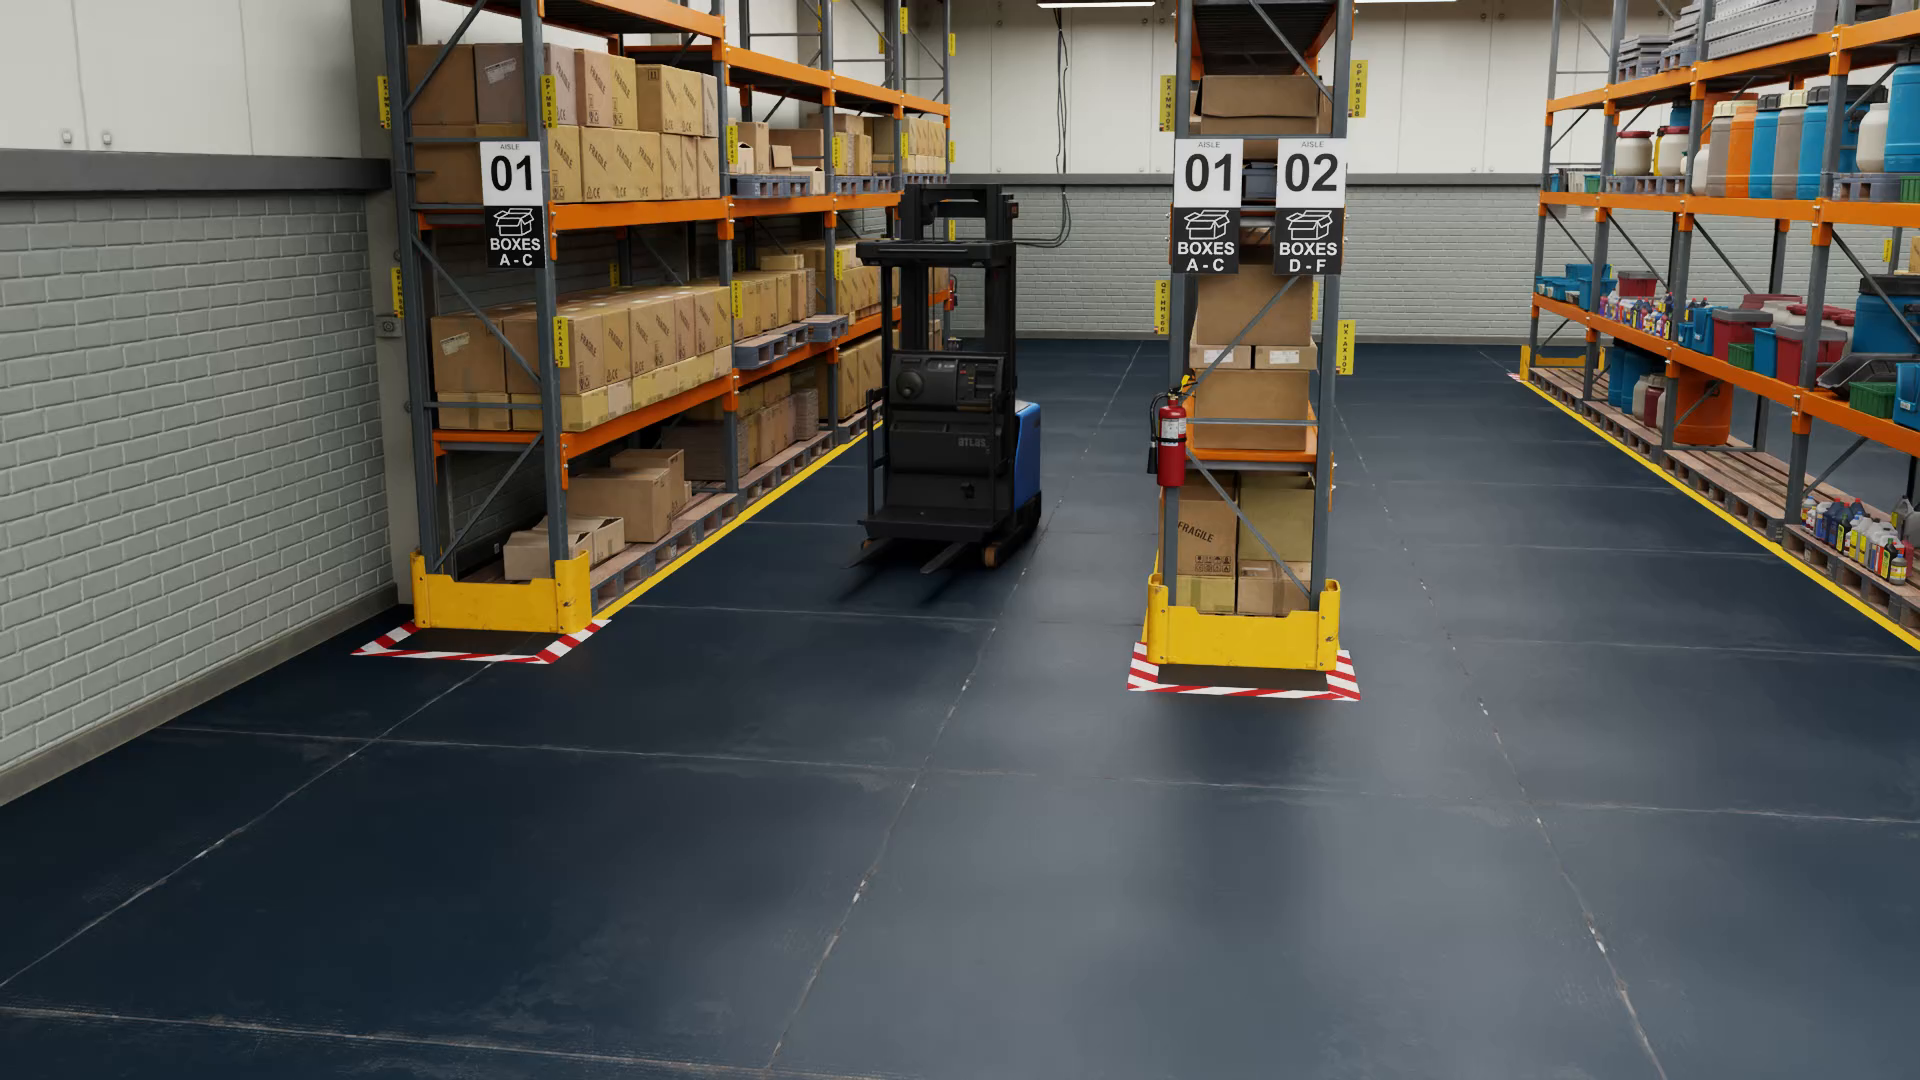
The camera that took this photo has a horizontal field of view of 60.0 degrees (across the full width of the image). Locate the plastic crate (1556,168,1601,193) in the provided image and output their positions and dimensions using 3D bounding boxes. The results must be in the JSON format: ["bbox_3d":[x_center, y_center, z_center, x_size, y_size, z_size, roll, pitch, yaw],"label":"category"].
[{"bbox_3d":[8.622,-5.014,23.165,0.504,0.338,0.767,2,12,9],"label":"plastic crate"}]

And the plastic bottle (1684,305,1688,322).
[{"bbox_3d":[8.456,-2.642,19.437,0.097,0.271,0.097,0,12,0],"label":"plastic bottle"}]

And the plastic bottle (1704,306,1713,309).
[{"bbox_3d":[8.497,-2.529,18.904,0.152,0.276,0.135,2,12,9],"label":"plastic bottle"}]

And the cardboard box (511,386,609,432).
[{"bbox_3d":[-2.733,-0.905,11.381,0.500,0.250,0.500,2,12,7],"label":"cardboard box"}]

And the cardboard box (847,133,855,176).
[{"bbox_3d":[-1.682,-4.706,20.307,0.700,0.500,0.500,2,12,9],"label":"cardboard box"}]

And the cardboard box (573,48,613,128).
[{"bbox_3d":[-2.695,-3.066,11.322,0.500,0.500,0.500,2,12,8],"label":"cardboard box"}]

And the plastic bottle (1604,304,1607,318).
[{"bbox_3d":[8.015,-2.842,20.533,0.097,0.201,0.097,0,12,0],"label":"plastic bottle"}]

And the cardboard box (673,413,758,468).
[{"bbox_3d":[-2.380,-0.966,16.245,0.700,0.500,0.500,2,12,8],"label":"cardboard box"}]

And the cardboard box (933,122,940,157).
[{"bbox_3d":[-0.591,-5.957,24.735,0.500,0.500,0.500,2,12,10],"label":"cardboard box"}]

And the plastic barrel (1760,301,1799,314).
[{"bbox_3d":[7.951,-2.055,16.144,0.421,0.512,0.421,0,12,0],"label":"plastic barrel"}]

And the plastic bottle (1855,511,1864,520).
[{"bbox_3d":[6.846,-0.082,12.684,0.097,0.271,0.097,0,12,0],"label":"plastic bottle"}]

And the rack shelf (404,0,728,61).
[{"bbox_3d":[-2.814,-3.873,12.320,1.077,0.370,4.000,2,12,9],"label":"rack shelf"}]

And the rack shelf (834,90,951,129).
[{"bbox_3d":[-0.968,-6.177,23.953,1.077,0.370,4.000,2,12,9],"label":"rack shelf"}]

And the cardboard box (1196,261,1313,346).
[{"bbox_3d":[1.866,-1.508,10.556,0.700,0.500,0.500,2,12,9],"label":"cardboard box"}]

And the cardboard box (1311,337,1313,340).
[{"bbox_3d":[2.125,-1.265,10.967,0.380,0.149,0.250,2,12,9],"label":"cardboard box"}]

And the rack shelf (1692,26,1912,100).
[{"bbox_3d":[7.590,-4.191,14.736,1.077,0.370,4.000,2,12,9],"label":"rack shelf"}]

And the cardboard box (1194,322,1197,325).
[{"bbox_3d":[1.881,-1.492,12.020,0.380,0.149,0.250,2,12,8],"label":"cardboard box"}]

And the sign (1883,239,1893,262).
[{"bbox_3d":[13.475,-4.208,24.154,0.100,0.325,0.005,2,12,9],"label":"sign"}]

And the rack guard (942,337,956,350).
[{"bbox_3d":[-0.657,-2.991,26.685,1.175,0.500,0.348,2,12,9],"label":"rack guard"}]

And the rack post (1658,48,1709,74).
[{"bbox_3d":[8.328,-5.317,18.492,0.937,0.300,0.954,3,13,15],"label":"rack post"}]

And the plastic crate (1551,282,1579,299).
[{"bbox_3d":[8.563,-3.520,23.460,0.416,0.233,0.300,2,12,9],"label":"plastic crate"}]

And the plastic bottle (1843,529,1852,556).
[{"bbox_3d":[6.653,0.016,12.397,0.097,0.201,0.097,0,12,0],"label":"plastic bottle"}]

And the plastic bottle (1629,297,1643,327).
[{"bbox_3d":[7.829,-2.631,19.201,0.144,0.351,0.185,2,12,9],"label":"plastic bottle"}]

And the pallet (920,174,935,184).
[{"bbox_3d":[-0.950,-5.221,24.192,1.003,0.211,1.213,2,12,9],"label":"pallet"}]

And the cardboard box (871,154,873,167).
[{"bbox_3d":[-1.402,-5.172,22.876,0.500,0.250,0.500,2,12,9],"label":"cardboard box"}]

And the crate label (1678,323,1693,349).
[{"bbox_3d":[7.463,-2.064,16.849,0.303,0.233,0.416,2,12,9],"label":"crate label"}]

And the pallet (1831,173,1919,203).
[{"bbox_3d":[7.268,-2.610,12.310,1.213,0.211,1.003,2,12,9],"label":"pallet"}]

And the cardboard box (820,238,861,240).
[{"bbox_3d":[-1.604,-3.859,22.007,0.500,0.250,0.500,2,12,10],"label":"cardboard box"}]

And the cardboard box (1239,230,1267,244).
[{"bbox_3d":[4.049,-3.950,22.589,0.500,0.500,0.500,1,12,7],"label":"cardboard box"}]

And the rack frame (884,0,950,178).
[{"bbox_3d":[-0.661,-7.141,25.767,1.000,3.000,0.127,2,12,9],"label":"rack frame"}]

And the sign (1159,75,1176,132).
[{"bbox_3d":[1.240,-2.598,9.897,0.100,0.325,0.005,2,12,9],"label":"sign"}]

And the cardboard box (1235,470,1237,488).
[{"bbox_3d":[2.372,-0.466,12.787,0.500,0.500,0.500,2,12,9],"label":"cardboard box"}]

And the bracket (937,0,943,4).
[{"bbox_3d":[-0.321,-10.058,30.762,0.235,0.232,0.430,2,12,9],"label":"bracket"}]

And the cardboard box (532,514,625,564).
[{"bbox_3d":[-2.839,-0.038,12.386,0.500,0.311,0.500,3,13,13],"label":"cardboard box"}]

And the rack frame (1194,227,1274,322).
[{"bbox_3d":[3.004,-2.383,17.930,1.000,3.000,0.127,2,12,9],"label":"rack frame"}]

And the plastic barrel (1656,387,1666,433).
[{"bbox_3d":[7.955,-1.434,18.434,0.421,0.512,0.421,0,12,0],"label":"plastic barrel"}]

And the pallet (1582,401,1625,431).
[{"bbox_3d":[8.353,-1.532,20.600,1.003,0.211,1.213,2,12,9],"label":"pallet"}]

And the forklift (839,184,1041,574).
[{"bbox_3d":[-0.160,-1.306,13.095,1.130,2.935,3.031,3,13,15],"label":"forklift"}]

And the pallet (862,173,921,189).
[{"bbox_3d":[-1.140,-4.968,23.017,1.003,0.211,1.213,2,12,9],"label":"pallet"}]

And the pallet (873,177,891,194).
[{"bbox_3d":[-1.368,-4.556,21.346,0.805,0.209,1.217,1,12,6],"label":"pallet"}]

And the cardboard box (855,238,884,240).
[{"bbox_3d":[-1.095,-3.840,21.922,0.500,0.250,0.500,2,12,10],"label":"cardboard box"}]

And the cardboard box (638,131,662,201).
[{"bbox_3d":[-2.568,-2.795,12.437,0.500,0.500,0.500,3,12,12],"label":"cardboard box"}]

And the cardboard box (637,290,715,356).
[{"bbox_3d":[-2.345,-1.800,13.756,0.500,0.500,0.500,2,12,8],"label":"cardboard box"}]

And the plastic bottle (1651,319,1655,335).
[{"bbox_3d":[7.655,-2.355,18.271,0.097,0.201,0.097,0,12,0],"label":"plastic bottle"}]

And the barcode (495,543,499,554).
[{"bbox_3d":[-3.319,0.060,11.912,0.001,0.075,0.075,2,12,9],"label":"barcode"}]

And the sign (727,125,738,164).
[{"bbox_3d":[-1.969,-3.413,14.363,0.100,0.325,0.005,2,12,9],"label":"sign"}]

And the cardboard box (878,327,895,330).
[{"bbox_3d":[-1.119,-3.021,24.290,0.380,0.149,0.250,2,12,9],"label":"cardboard box"}]

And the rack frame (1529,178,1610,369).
[{"bbox_3d":[9.128,-3.887,24.909,1.000,3.000,0.127,2,12,9],"label":"rack frame"}]

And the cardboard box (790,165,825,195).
[{"bbox_3d":[-1.735,-3.816,17.627,0.500,0.311,0.500,2,12,9],"label":"cardboard box"}]

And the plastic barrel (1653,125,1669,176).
[{"bbox_3d":[8.573,-4.621,19.753,0.600,0.588,0.600,0,12,0],"label":"plastic barrel"}]
